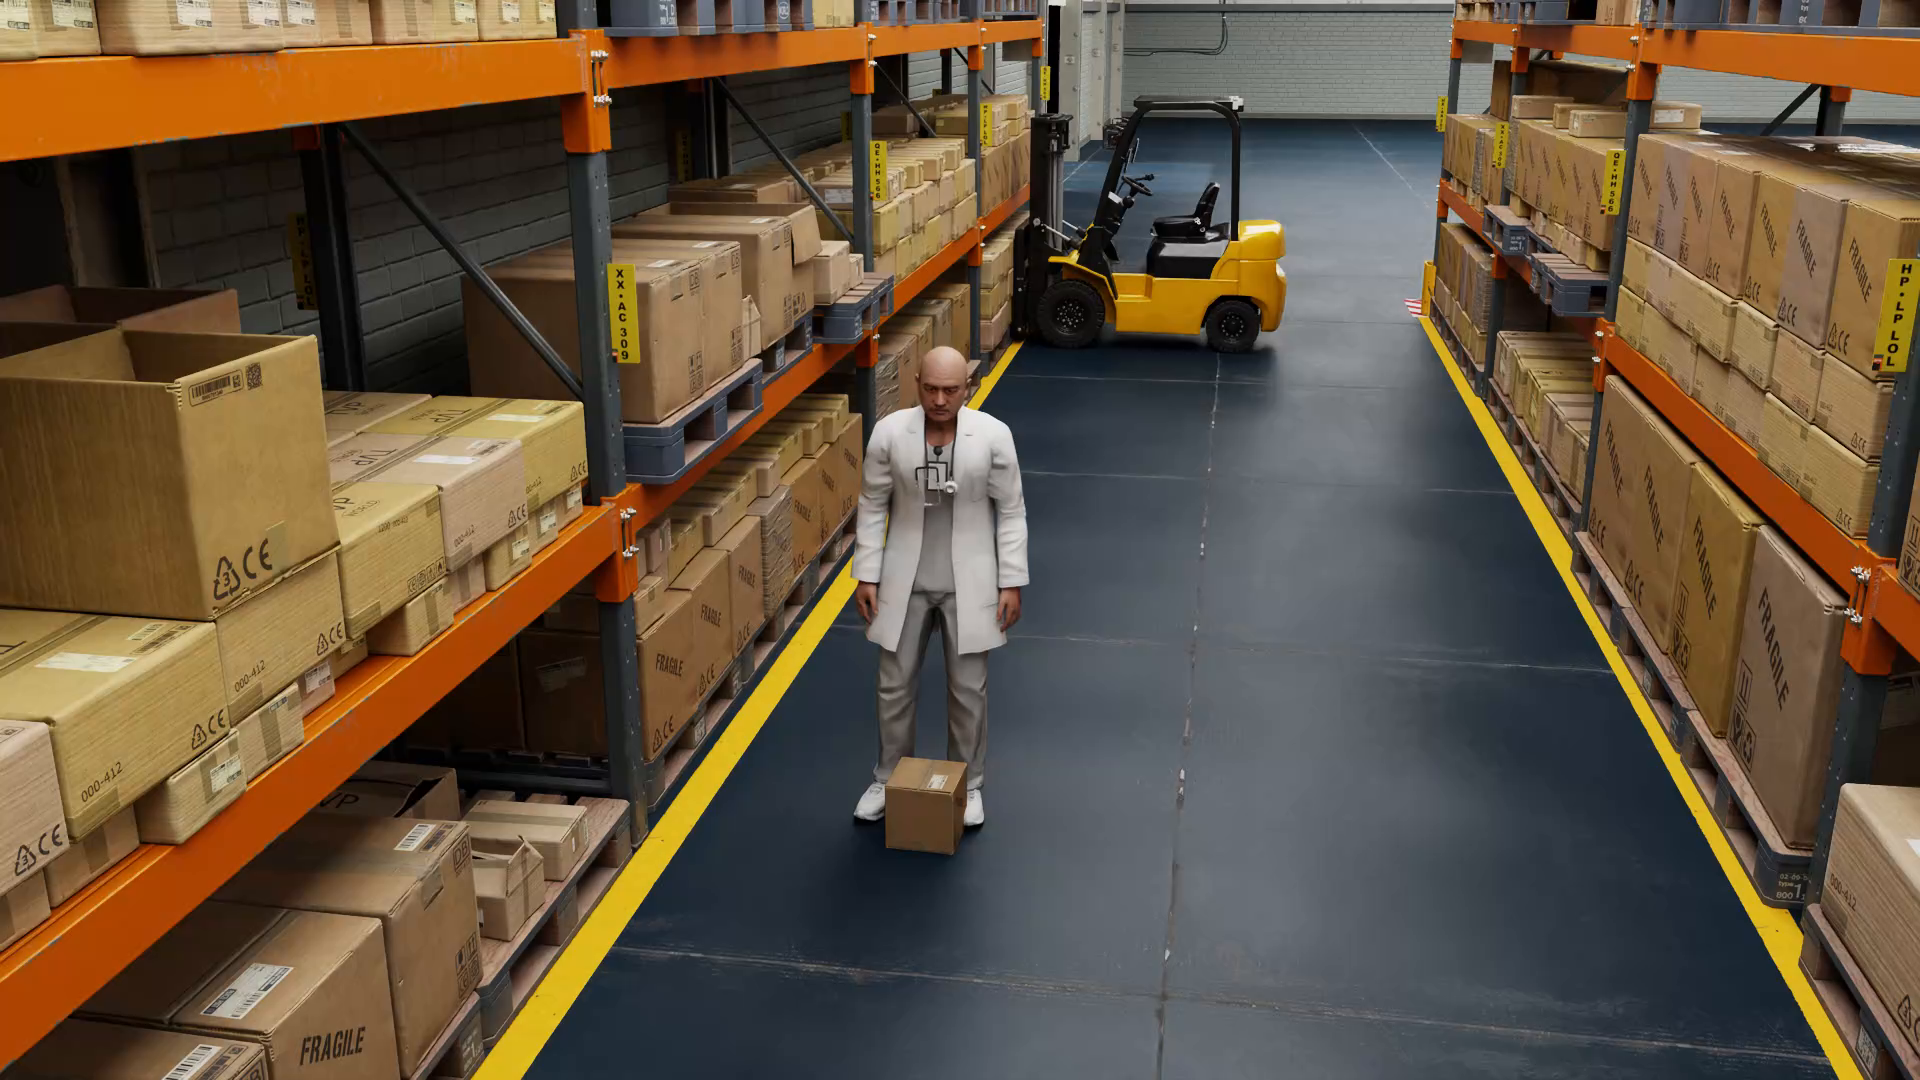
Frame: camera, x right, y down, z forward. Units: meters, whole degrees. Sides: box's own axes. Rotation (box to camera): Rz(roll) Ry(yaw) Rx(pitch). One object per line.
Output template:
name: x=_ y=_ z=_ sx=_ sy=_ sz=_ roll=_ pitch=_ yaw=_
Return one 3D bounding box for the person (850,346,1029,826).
person: x=-0.074 y=0.167 z=6.049 sx=0.654 sy=1.774 sz=0.408 roll=2 pitch=18 yaw=6
